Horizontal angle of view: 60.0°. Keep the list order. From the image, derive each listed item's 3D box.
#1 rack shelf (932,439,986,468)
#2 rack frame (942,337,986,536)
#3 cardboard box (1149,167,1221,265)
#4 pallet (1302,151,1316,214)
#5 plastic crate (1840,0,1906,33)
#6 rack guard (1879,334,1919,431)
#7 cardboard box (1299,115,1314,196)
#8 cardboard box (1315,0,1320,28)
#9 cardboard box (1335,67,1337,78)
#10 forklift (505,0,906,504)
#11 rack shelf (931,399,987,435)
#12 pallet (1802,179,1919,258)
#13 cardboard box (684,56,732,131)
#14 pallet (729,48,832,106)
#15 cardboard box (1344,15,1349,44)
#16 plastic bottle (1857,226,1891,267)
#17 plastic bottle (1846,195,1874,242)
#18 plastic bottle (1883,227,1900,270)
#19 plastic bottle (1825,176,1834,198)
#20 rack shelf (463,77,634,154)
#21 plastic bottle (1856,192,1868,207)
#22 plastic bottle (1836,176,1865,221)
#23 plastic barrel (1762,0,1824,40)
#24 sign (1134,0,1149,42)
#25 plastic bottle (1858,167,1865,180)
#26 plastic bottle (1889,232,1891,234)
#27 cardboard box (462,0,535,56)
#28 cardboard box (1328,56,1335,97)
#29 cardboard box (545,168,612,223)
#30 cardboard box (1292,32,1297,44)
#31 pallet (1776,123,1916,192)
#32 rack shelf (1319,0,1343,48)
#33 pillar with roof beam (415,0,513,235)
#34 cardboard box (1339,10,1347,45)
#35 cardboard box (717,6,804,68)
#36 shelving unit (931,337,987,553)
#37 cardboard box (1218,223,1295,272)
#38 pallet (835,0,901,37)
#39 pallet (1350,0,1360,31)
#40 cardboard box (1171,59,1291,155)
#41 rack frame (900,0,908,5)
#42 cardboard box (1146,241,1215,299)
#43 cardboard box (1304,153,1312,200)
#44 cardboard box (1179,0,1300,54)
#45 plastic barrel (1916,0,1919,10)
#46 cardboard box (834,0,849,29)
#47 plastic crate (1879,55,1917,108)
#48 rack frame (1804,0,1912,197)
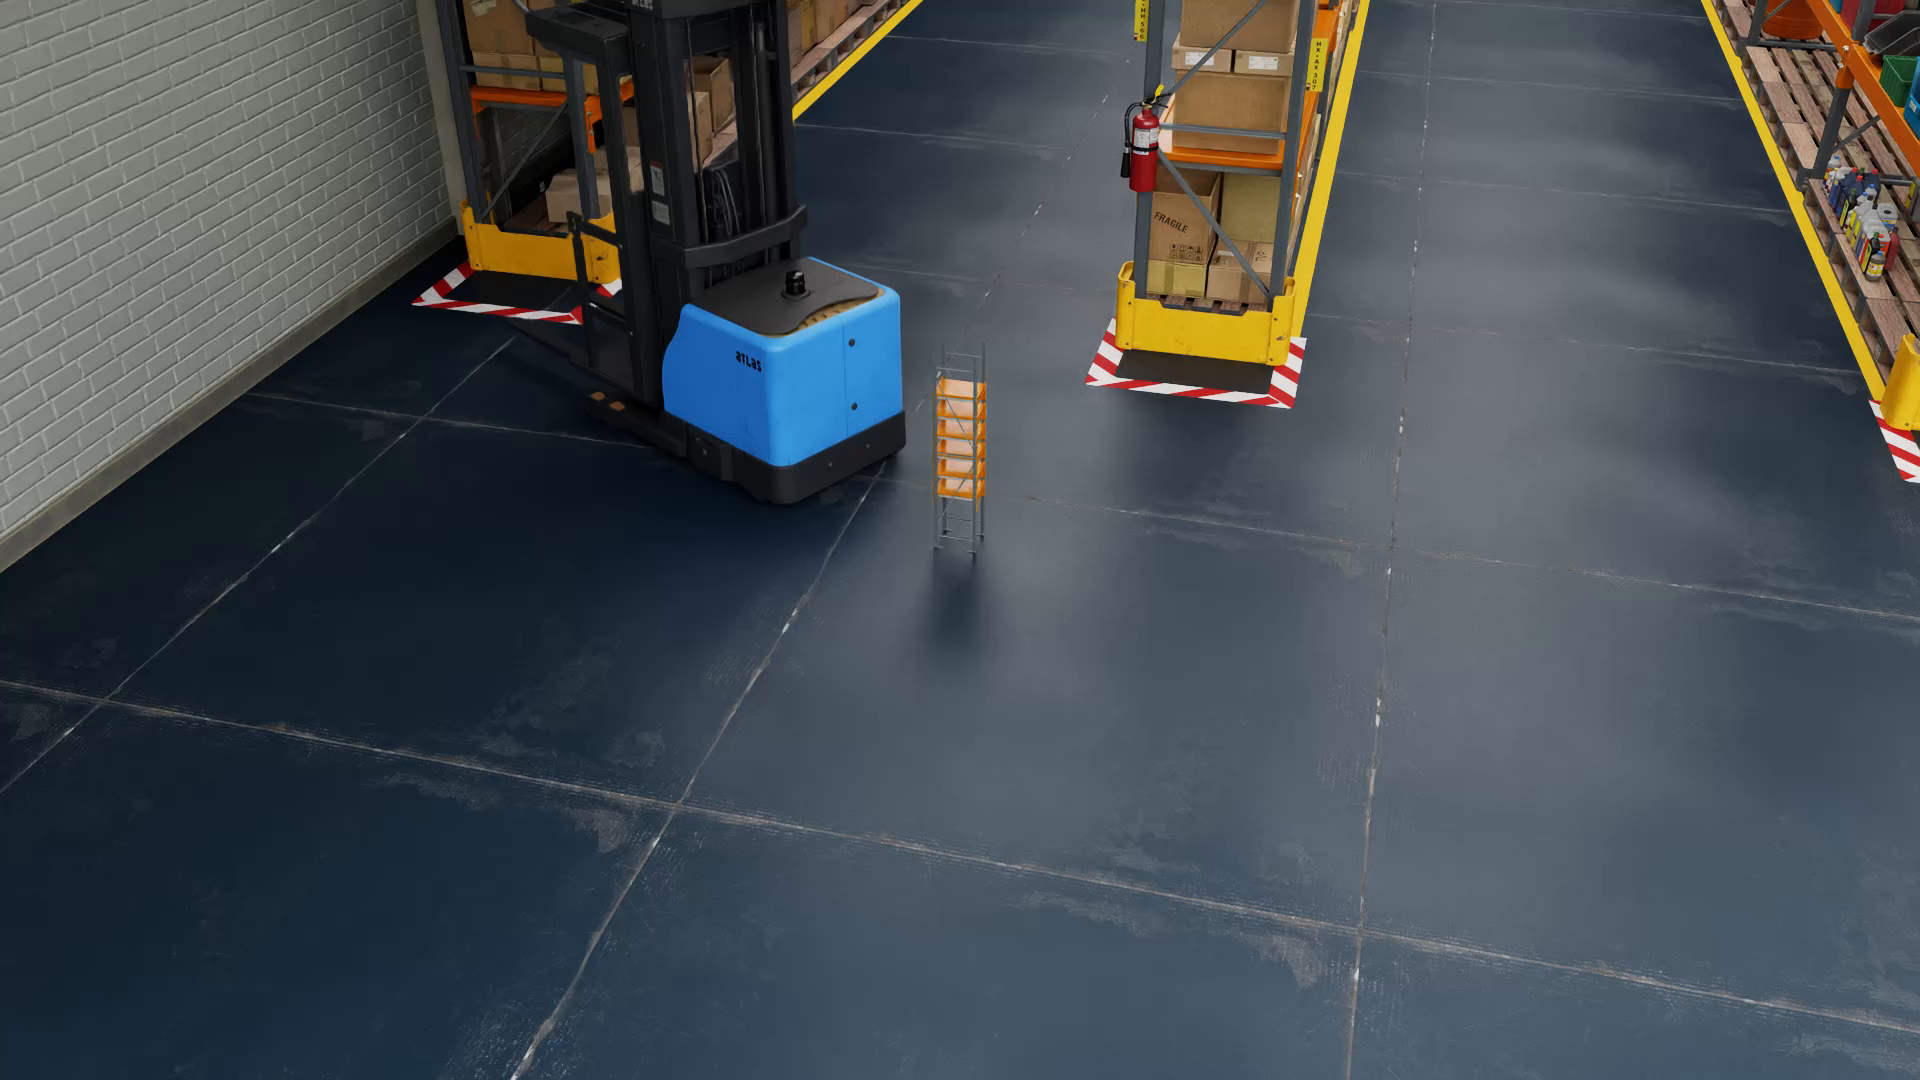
[{"bbox_3d":[-0.004,-0.461,9.010,0.258,0.103,0.180,8,33,12],"label":"rack shelf"},{"bbox_3d":[0.020,-0.546,9.061,0.240,1.200,0.006,8,33,12],"label":"rack frame"},{"bbox_3d":[1.512,-2.260,11.551,0.500,0.500,0.500,8,33,12],"label":"cardboard box"},{"bbox_3d":[2.437,-3.100,13.999,1.003,0.211,1.213,8,33,12],"label":"pallet"},{"bbox_3d":[7.296,-4.327,13.271,0.402,0.464,0.583,8,33,12],"label":"plastic crate"},{"bbox_3d":[6.428,-0.922,10.305,1.175,0.500,0.348,8,33,12],"label":"rack guard"},{"bbox_3d":[2.399,-2.967,12.663,0.500,0.500,0.500,8,33,12],"label":"cardboard box"},{"bbox_3d":[2.573,-4.494,13.500,0.700,0.500,0.500,7,33,11],"label":"cardboard box"},{"bbox_3d":[3.281,-4.410,15.632,0.500,0.250,0.500,7,33,11],"label":"cardboard box"},{"bbox_3d":[-1.749,-2.116,9.917,3.031,2.935,1.130,27,41,35],"label":"forklift"},{"bbox_3d":[-0.004,-0.664,8.881,0.258,0.103,0.180,8,33,12],"label":"rack shelf"},{"bbox_3d":[7.259,-2.487,13.036,1.003,0.211,1.213,8,33,12],"label":"pallet"},{"bbox_3d":[-2.338,-3.943,14.645,0.500,0.500,0.500,6,33,9],"label":"cardboard box"},{"bbox_3d":[-1.917,-4.583,16.333,1.003,0.211,1.213,8,33,12],"label":"pallet"},{"bbox_3d":[3.669,-5.202,16.878,0.500,0.250,0.500,8,33,12],"label":"cardboard box"},{"bbox_3d":[6.587,-2.107,11.967,0.152,0.276,0.135,8,33,13],"label":"plastic bottle"},{"bbox_3d":[6.708,-2.394,12.348,0.144,0.351,0.185,8,33,12],"label":"plastic bottle"},{"bbox_3d":[6.690,-2.096,11.943,0.061,0.283,0.133,8,33,12],"label":"plastic bottle"},{"bbox_3d":[6.913,-2.801,13.127,0.097,0.201,0.097,0,32,0],"label":"plastic bottle"},{"bbox_3d":[-2.621,-4.014,13.509,1.077,0.370,4.000,8,33,12],"label":"rack shelf"},{"bbox_3d":[6.814,-2.500,12.589,0.097,0.271,0.097,0,32,0],"label":"plastic bottle"},{"bbox_3d":[6.815,-2.614,12.695,0.144,0.351,0.185,7,33,10],"label":"plastic bottle"},{"bbox_3d":[8.592,-5.600,16.965,0.600,0.830,0.708,8,33,12],"label":"plastic barrel"},{"bbox_3d":[1.143,-3.277,10.379,0.100,0.325,0.005,8,33,12],"label":"sign"},{"bbox_3d":[7.012,-2.755,12.979,0.061,0.283,0.133,8,33,12],"label":"plastic bottle"},{"bbox_3d":[6.748,-2.140,12.089,0.097,0.201,0.097,0,32,0],"label":"plastic bottle"},{"bbox_3d":[-3.214,-3.815,11.947,0.500,0.500,0.500,8,33,12],"label":"cardboard box"},{"bbox_3d":[3.025,-4.117,14.649,0.500,0.311,0.500,8,33,13],"label":"cardboard box"},{"bbox_3d":[-2.866,-2.678,12.832,0.500,0.311,0.500,4,33,7],"label":"cardboard box"},{"bbox_3d":[2.036,-3.235,10.915,0.380,0.149,0.250,7,33,11],"label":"cardboard box"},{"bbox_3d":[7.631,-3.243,14.224,1.003,0.211,1.213,8,33,12],"label":"pallet"},{"bbox_3d":[3.187,-5.418,15.716,1.077,0.370,4.000,8,33,12],"label":"rack shelf"},{"bbox_3d":[0.377,-5.707,9.909,9.100,9.000,0.400,8,33,12],"label":"pillar with roof beam"},{"bbox_3d":[3.414,-4.915,15.905,0.500,0.311,0.500,9,34,14],"label":"cardboard box"},{"bbox_3d":[-1.942,-4.871,16.106,0.700,0.500,0.500,9,34,14],"label":"cardboard box"},{"bbox_3d":[-0.004,-0.499,8.986,0.258,1.200,0.189,8,33,12],"label":"shelving unit"},{"bbox_3d":[2.139,-2.132,12.050,0.500,0.250,0.500,8,33,12],"label":"cardboard box"},{"bbox_3d":[-1.298,-5.849,18.324,1.003,0.211,1.213,8,33,12],"label":"pallet"},{"bbox_3d":[3.920,-5.965,18.505,1.003,0.211,1.213,8,33,12],"label":"pallet"},{"bbox_3d":[1.795,-2.890,10.977,0.700,0.500,0.500,8,33,12],"label":"cardboard box"},{"bbox_3d":[-1.098,-7.432,18.214,1.000,3.000,0.127,8,33,12],"label":"rack frame"},{"bbox_3d":[1.515,-1.943,11.752,0.500,0.250,0.500,8,33,12],"label":"cardboard box"},{"bbox_3d":[2.524,-2.910,13.273,0.500,0.250,0.500,8,33,12],"label":"cardboard box"},{"bbox_3d":[1.808,-3.465,10.672,0.700,0.500,0.500,8,33,13],"label":"cardboard box"},{"bbox_3d":[7.861,-4.378,12.943,0.600,0.901,0.708,8,33,12],"label":"plastic barrel"},{"bbox_3d":[-1.572,-5.668,17.360,0.700,0.500,0.500,8,33,12],"label":"cardboard box"},{"bbox_3d":[6.852,-3.252,11.836,0.450,0.188,0.662,8,33,12],"label":"plastic crate"},{"bbox_3d":[7.470,-4.007,12.827,1.000,3.000,0.127,8,33,12],"label":"rack frame"}]
